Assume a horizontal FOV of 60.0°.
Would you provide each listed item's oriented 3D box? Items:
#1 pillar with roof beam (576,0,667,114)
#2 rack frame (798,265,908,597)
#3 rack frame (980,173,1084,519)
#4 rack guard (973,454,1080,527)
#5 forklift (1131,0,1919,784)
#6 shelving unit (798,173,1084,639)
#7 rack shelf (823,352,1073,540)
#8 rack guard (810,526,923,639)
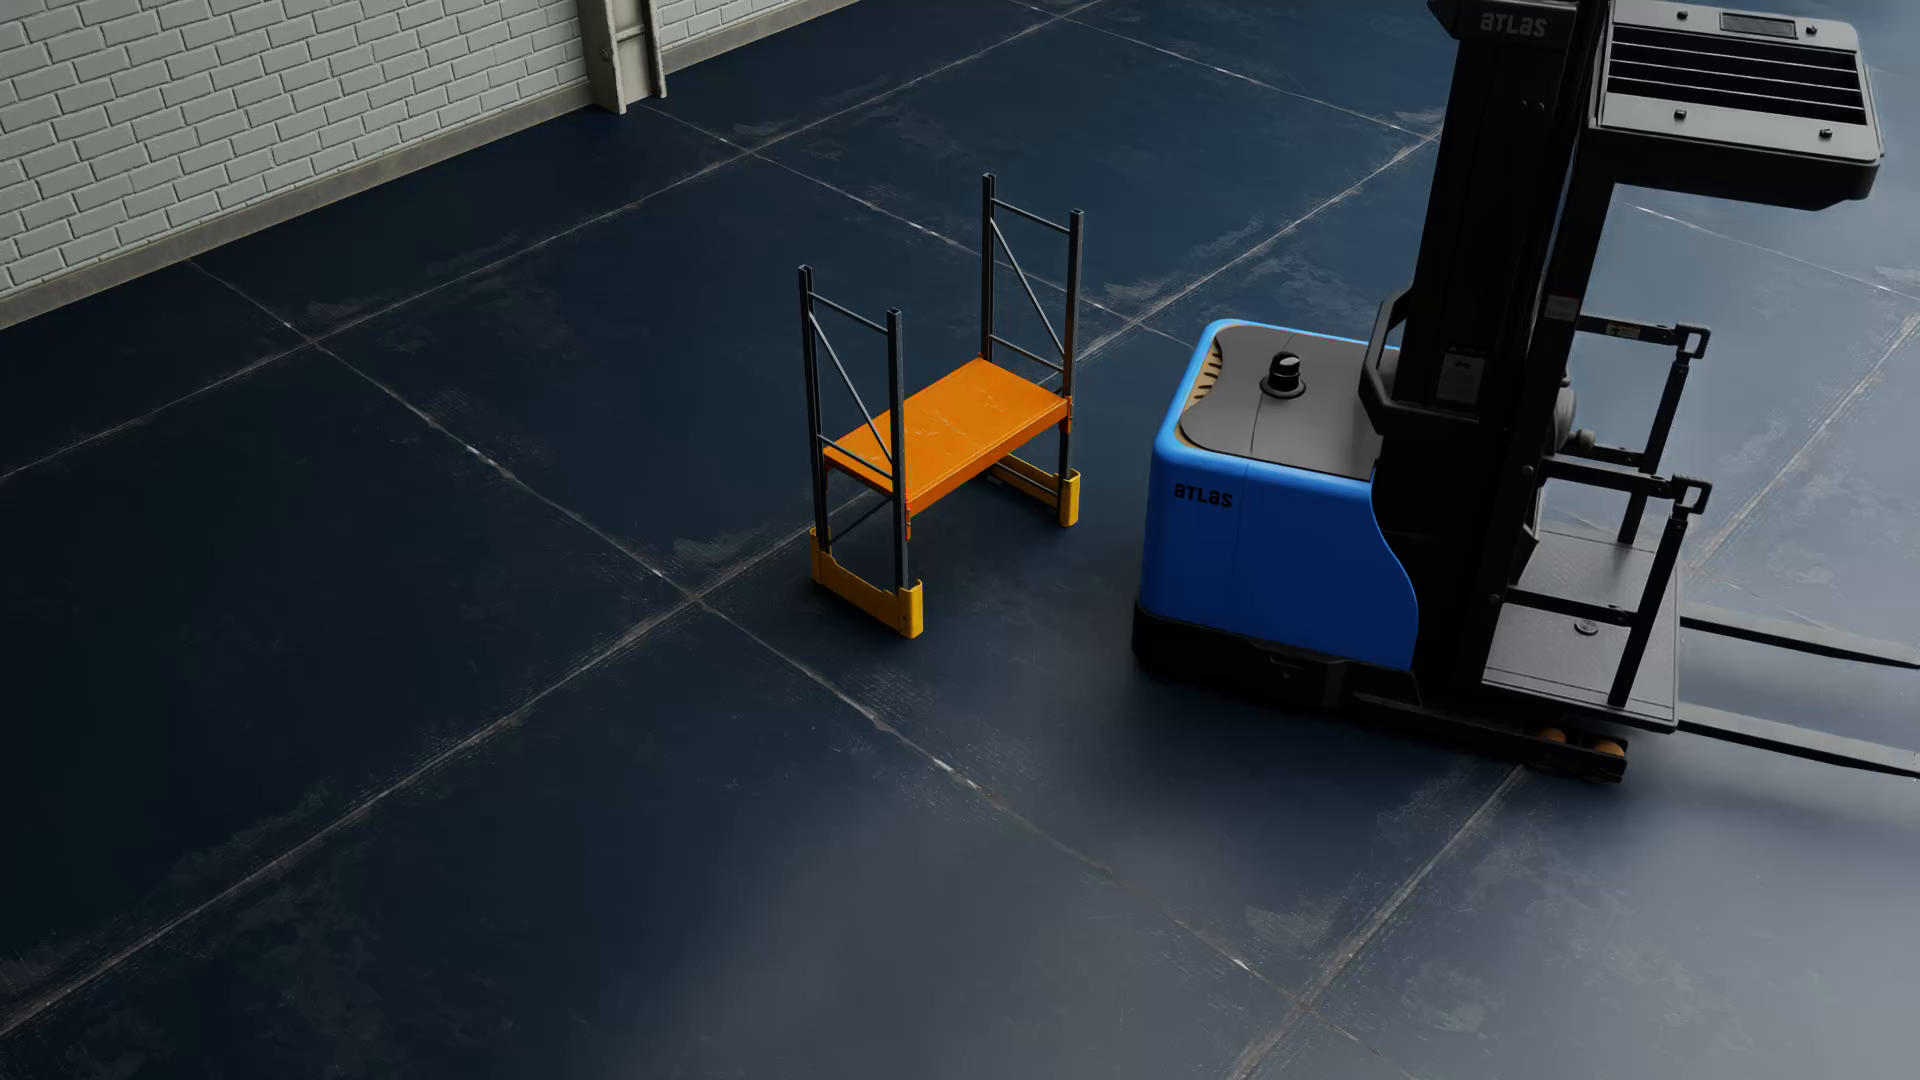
[{"bbox_3d":[1.011,-4.605,5.811,9.100,9.000,0.400,30,47,32],"label":"pillar with roof beam"},{"bbox_3d":[-0.401,-0.314,6.440,0.500,1.500,0.032,30,47,32],"label":"rack frame"},{"bbox_3d":[0.285,-0.781,7.028,0.500,1.500,0.032,30,47,32],"label":"rack frame"},{"bbox_3d":[0.285,-0.292,7.416,0.587,0.250,0.087,30,47,32],"label":"rack guard"},{"bbox_3d":[2.255,-0.625,5.681,3.031,2.935,1.130,12,40,15],"label":"forklift"},{"bbox_3d":[-0.051,-0.552,6.739,0.587,1.500,1.083,30,47,32],"label":"shelving unit"},{"bbox_3d":[-0.058,-0.407,6.846,0.538,0.185,1.000,30,47,32],"label":"rack shelf"},{"bbox_3d":[-0.387,0.166,6.840,0.587,0.250,0.087,30,47,32],"label":"rack guard"}]
